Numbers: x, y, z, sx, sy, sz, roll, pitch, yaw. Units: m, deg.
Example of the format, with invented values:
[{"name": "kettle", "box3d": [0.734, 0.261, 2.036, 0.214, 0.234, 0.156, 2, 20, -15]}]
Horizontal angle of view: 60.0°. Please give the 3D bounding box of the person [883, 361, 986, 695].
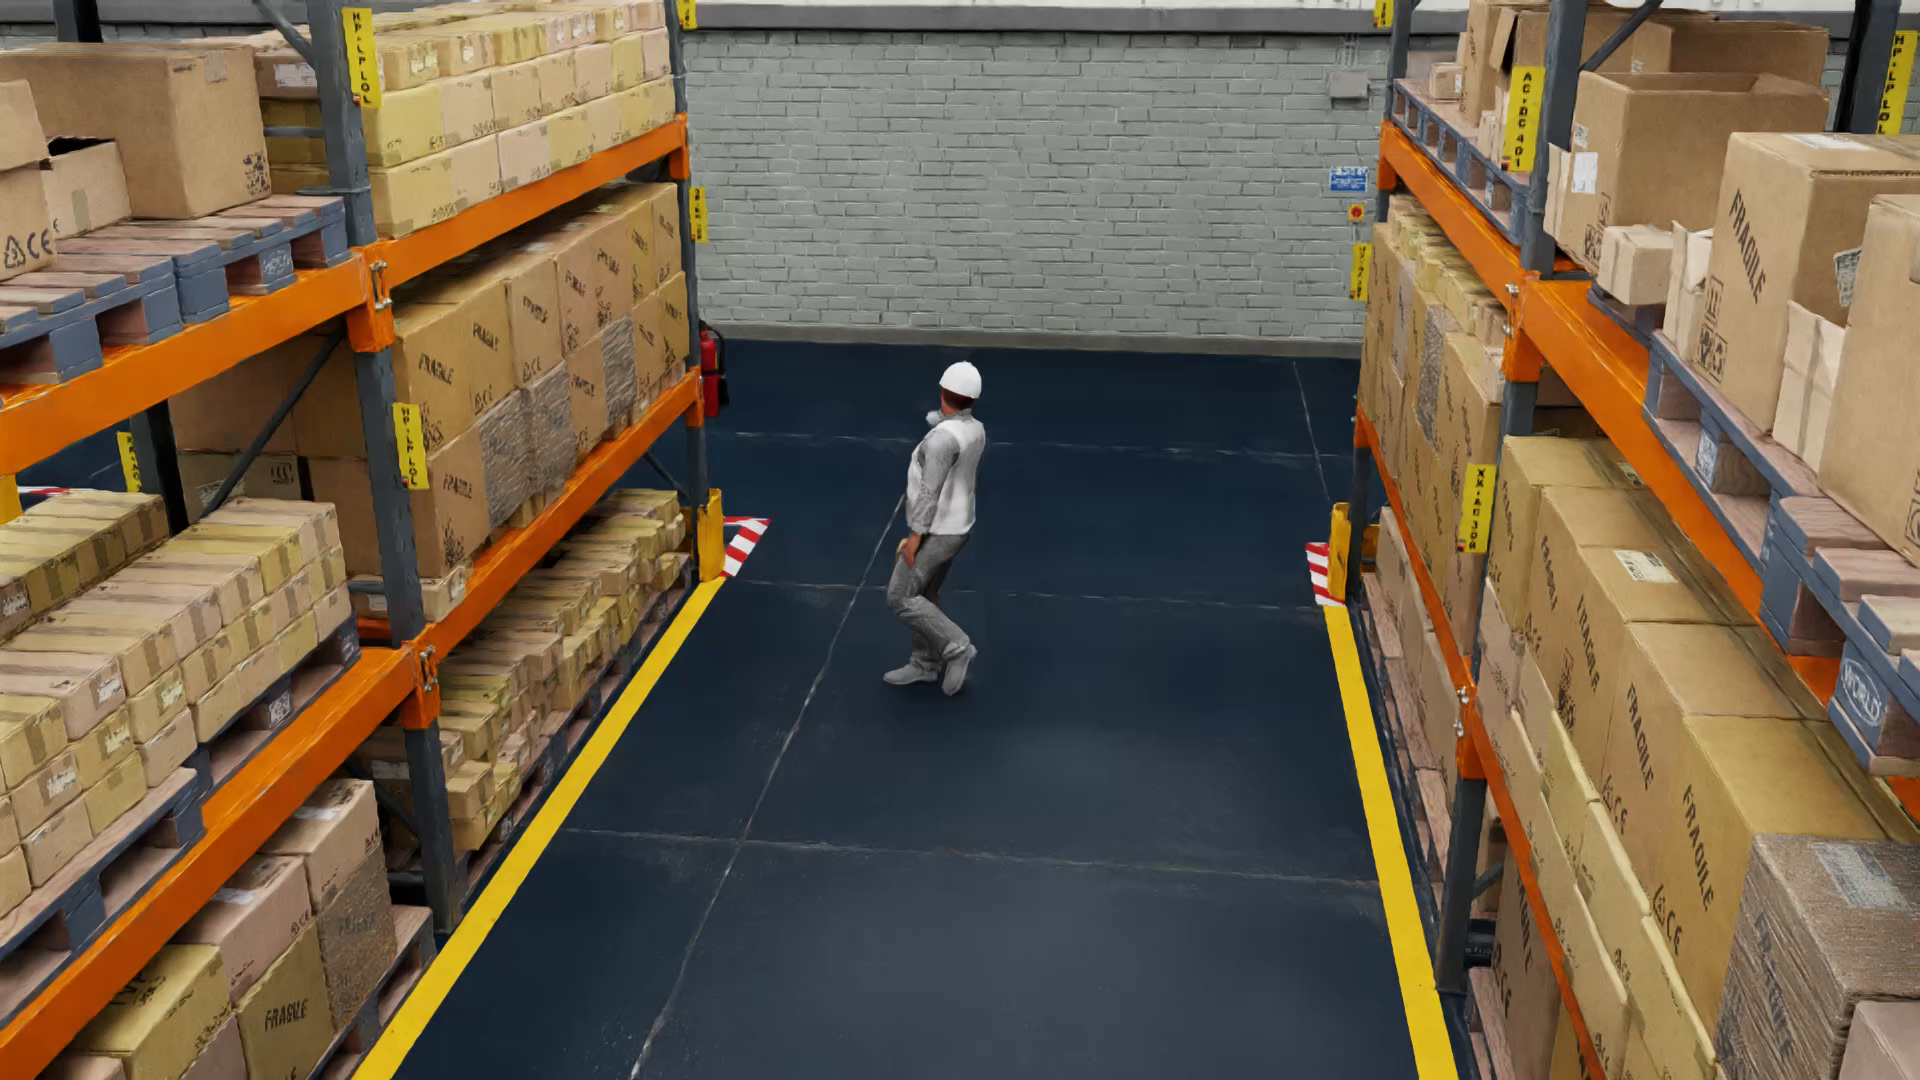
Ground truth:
[{"name": "person", "box3d": [-0.133, -0.073, 8.782, 0.525, 1.748, 0.587, 4, 21, 11]}]
